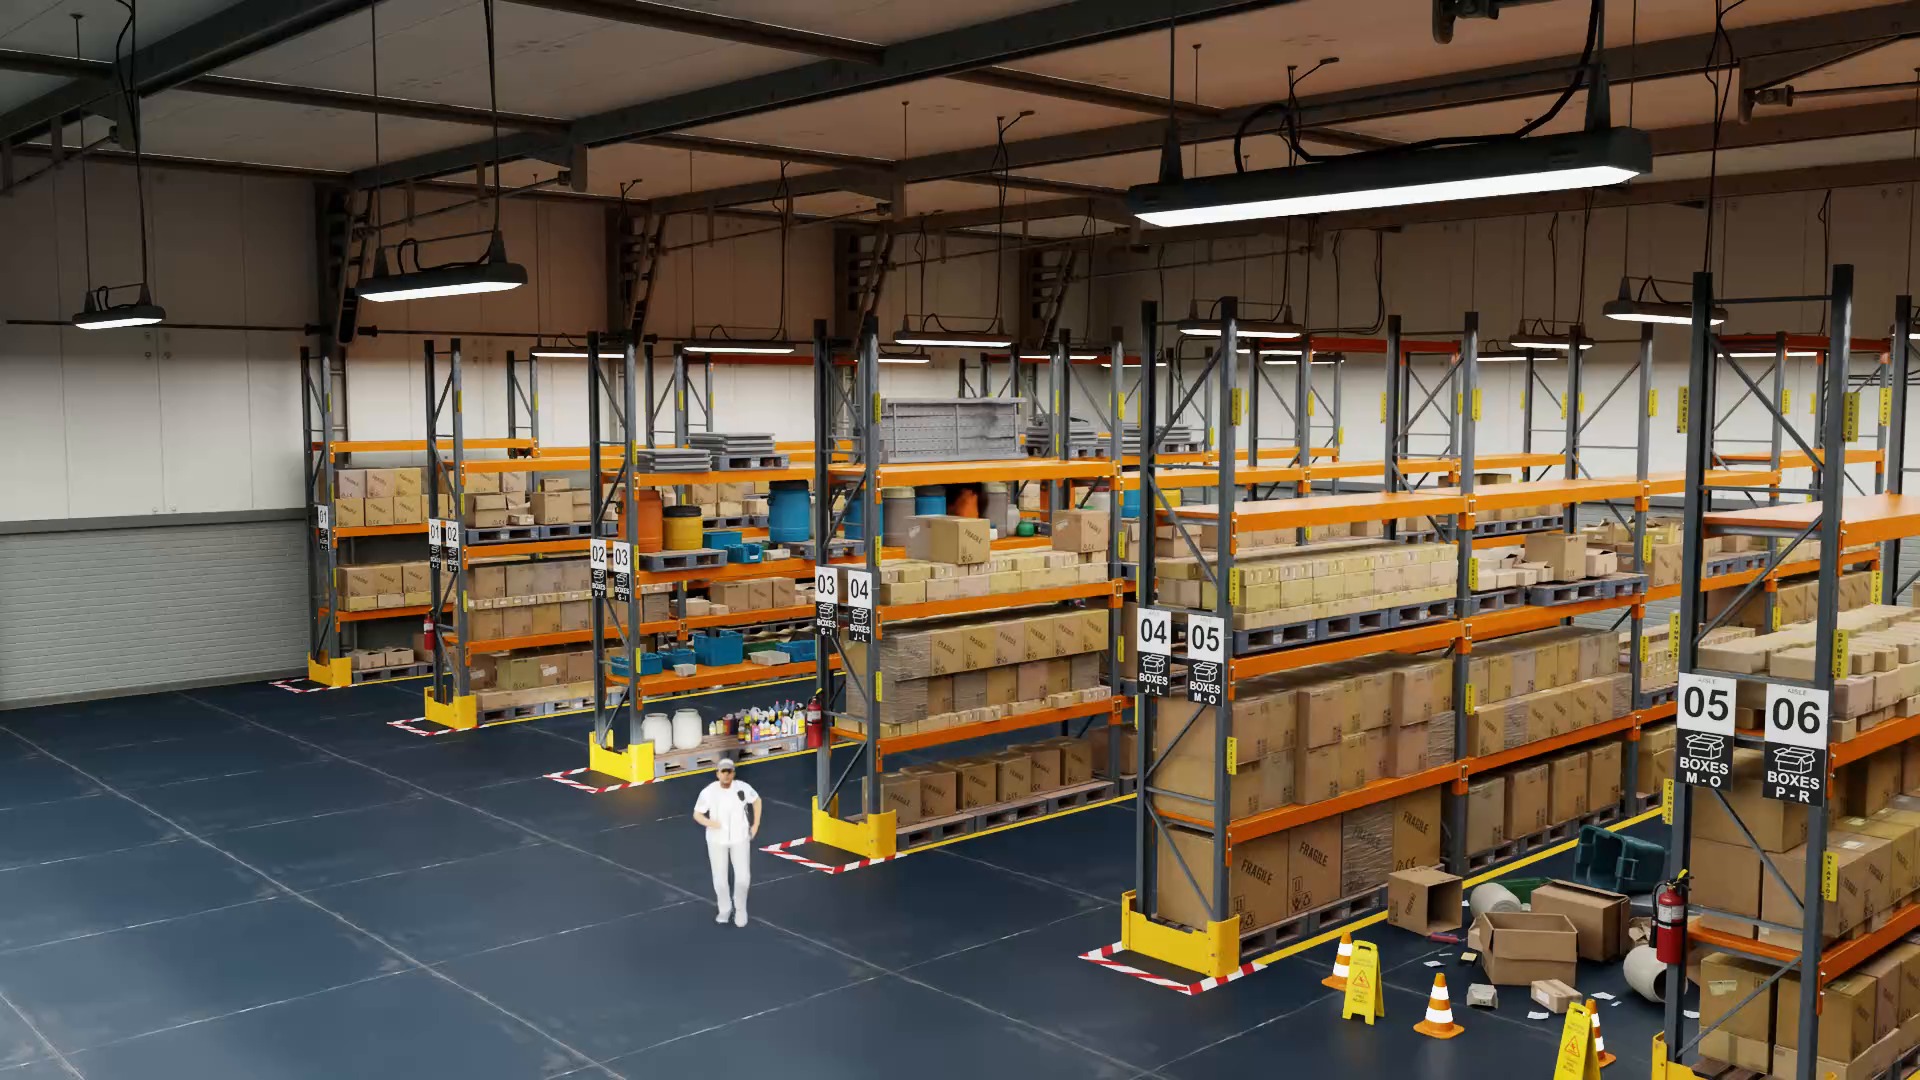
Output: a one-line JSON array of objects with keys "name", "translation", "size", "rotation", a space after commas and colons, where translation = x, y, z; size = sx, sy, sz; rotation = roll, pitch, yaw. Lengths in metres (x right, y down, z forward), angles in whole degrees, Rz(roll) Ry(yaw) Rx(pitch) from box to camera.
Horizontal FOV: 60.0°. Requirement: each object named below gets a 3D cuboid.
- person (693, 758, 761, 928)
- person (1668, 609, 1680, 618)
[{"name": "person", "translation": [-2.236, 2.928, 16.057], "size": [0.667, 1.662, 0.604], "rotation": [-1, 5, -11]}, {"name": "person", "translation": [11.215, 2.002, 26.142], "size": [0.750, 1.834, 0.657], "rotation": [-4, 7, -41]}]
